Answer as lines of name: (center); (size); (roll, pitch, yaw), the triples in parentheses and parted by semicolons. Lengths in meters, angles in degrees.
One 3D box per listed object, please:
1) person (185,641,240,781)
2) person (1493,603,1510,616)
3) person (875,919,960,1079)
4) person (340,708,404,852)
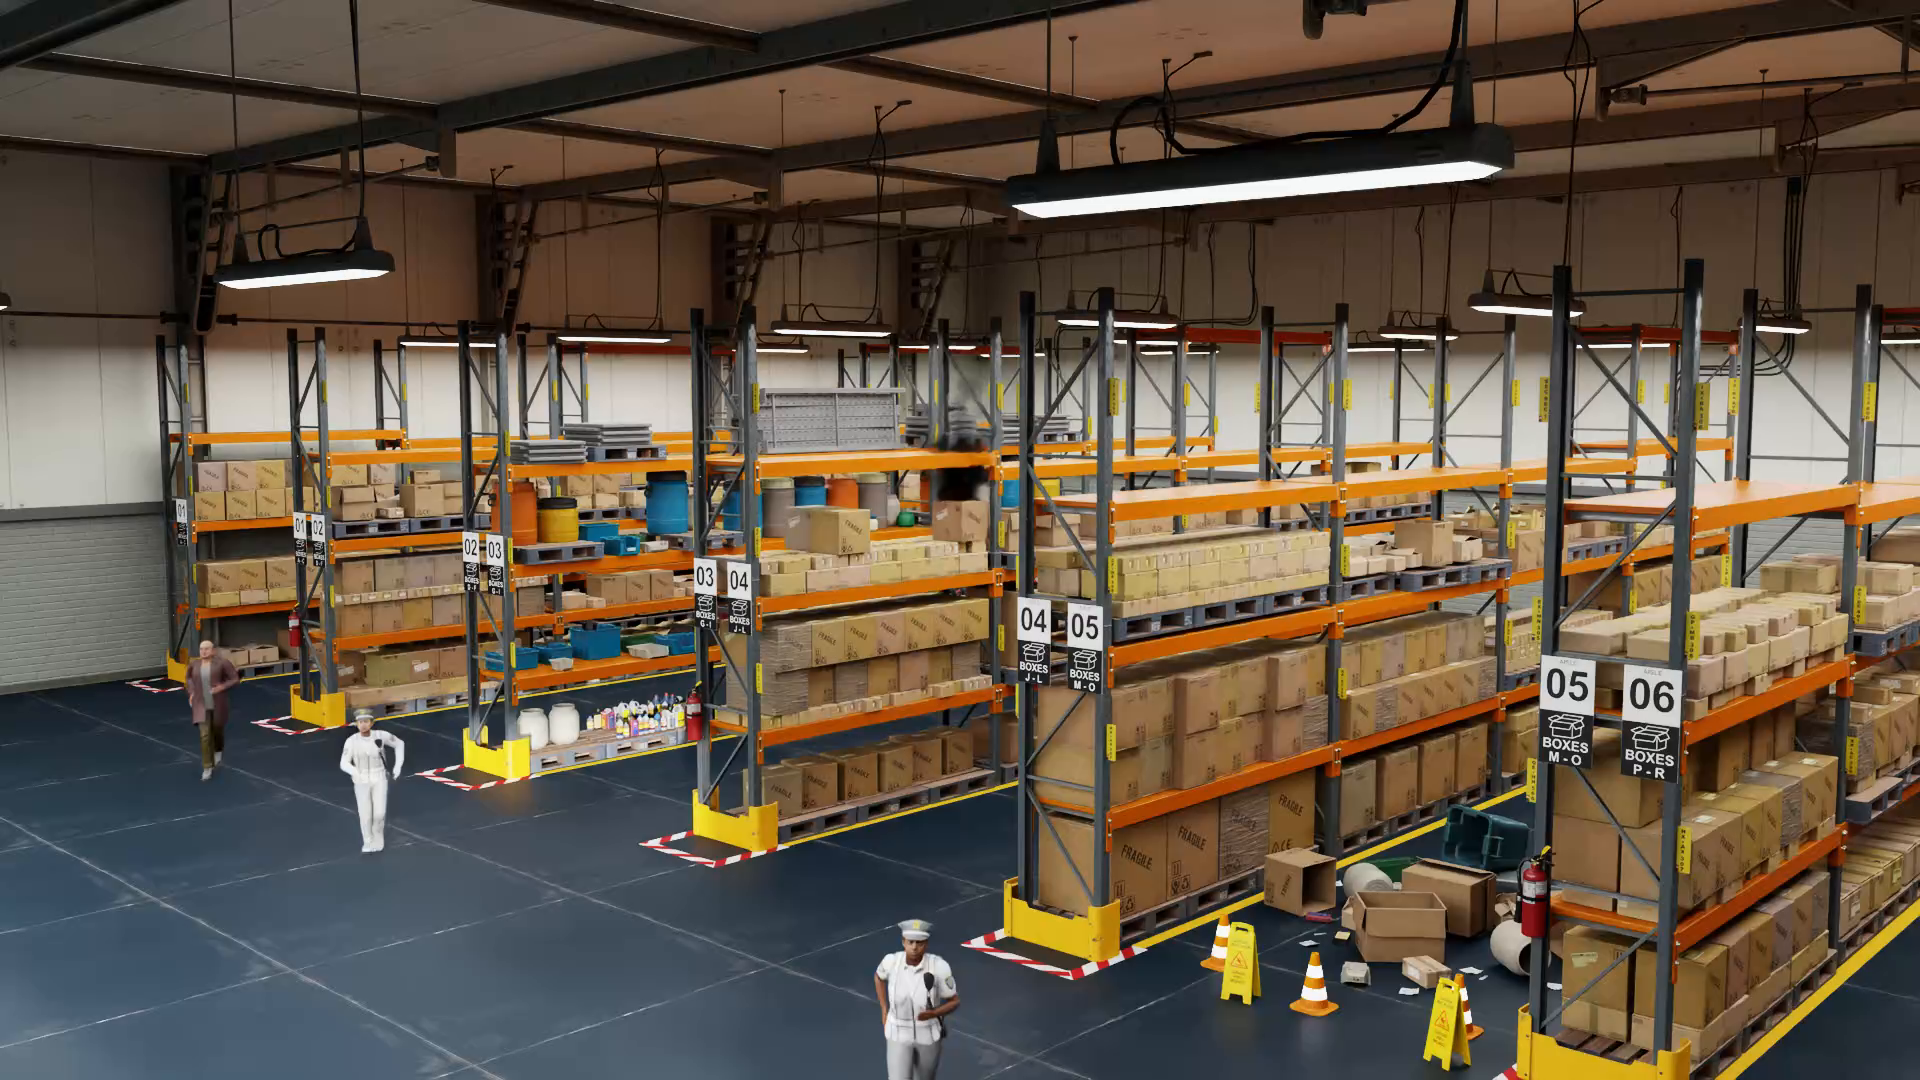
person: (-9.907, 2.213, 22.036); (0.693, 1.792, 0.973); (-1, 6, -15)
person: (8.494, 1.833, 26.051); (0.800, 1.732, 0.682); (-4, 7, -37)
person: (-0.285, 3.311, 11.003); (0.551, 1.751, 0.795); (0, 5, -4)
person: (-6.386, 2.628, 18.075); (0.634, 1.648, 0.761); (-1, 6, -13)
